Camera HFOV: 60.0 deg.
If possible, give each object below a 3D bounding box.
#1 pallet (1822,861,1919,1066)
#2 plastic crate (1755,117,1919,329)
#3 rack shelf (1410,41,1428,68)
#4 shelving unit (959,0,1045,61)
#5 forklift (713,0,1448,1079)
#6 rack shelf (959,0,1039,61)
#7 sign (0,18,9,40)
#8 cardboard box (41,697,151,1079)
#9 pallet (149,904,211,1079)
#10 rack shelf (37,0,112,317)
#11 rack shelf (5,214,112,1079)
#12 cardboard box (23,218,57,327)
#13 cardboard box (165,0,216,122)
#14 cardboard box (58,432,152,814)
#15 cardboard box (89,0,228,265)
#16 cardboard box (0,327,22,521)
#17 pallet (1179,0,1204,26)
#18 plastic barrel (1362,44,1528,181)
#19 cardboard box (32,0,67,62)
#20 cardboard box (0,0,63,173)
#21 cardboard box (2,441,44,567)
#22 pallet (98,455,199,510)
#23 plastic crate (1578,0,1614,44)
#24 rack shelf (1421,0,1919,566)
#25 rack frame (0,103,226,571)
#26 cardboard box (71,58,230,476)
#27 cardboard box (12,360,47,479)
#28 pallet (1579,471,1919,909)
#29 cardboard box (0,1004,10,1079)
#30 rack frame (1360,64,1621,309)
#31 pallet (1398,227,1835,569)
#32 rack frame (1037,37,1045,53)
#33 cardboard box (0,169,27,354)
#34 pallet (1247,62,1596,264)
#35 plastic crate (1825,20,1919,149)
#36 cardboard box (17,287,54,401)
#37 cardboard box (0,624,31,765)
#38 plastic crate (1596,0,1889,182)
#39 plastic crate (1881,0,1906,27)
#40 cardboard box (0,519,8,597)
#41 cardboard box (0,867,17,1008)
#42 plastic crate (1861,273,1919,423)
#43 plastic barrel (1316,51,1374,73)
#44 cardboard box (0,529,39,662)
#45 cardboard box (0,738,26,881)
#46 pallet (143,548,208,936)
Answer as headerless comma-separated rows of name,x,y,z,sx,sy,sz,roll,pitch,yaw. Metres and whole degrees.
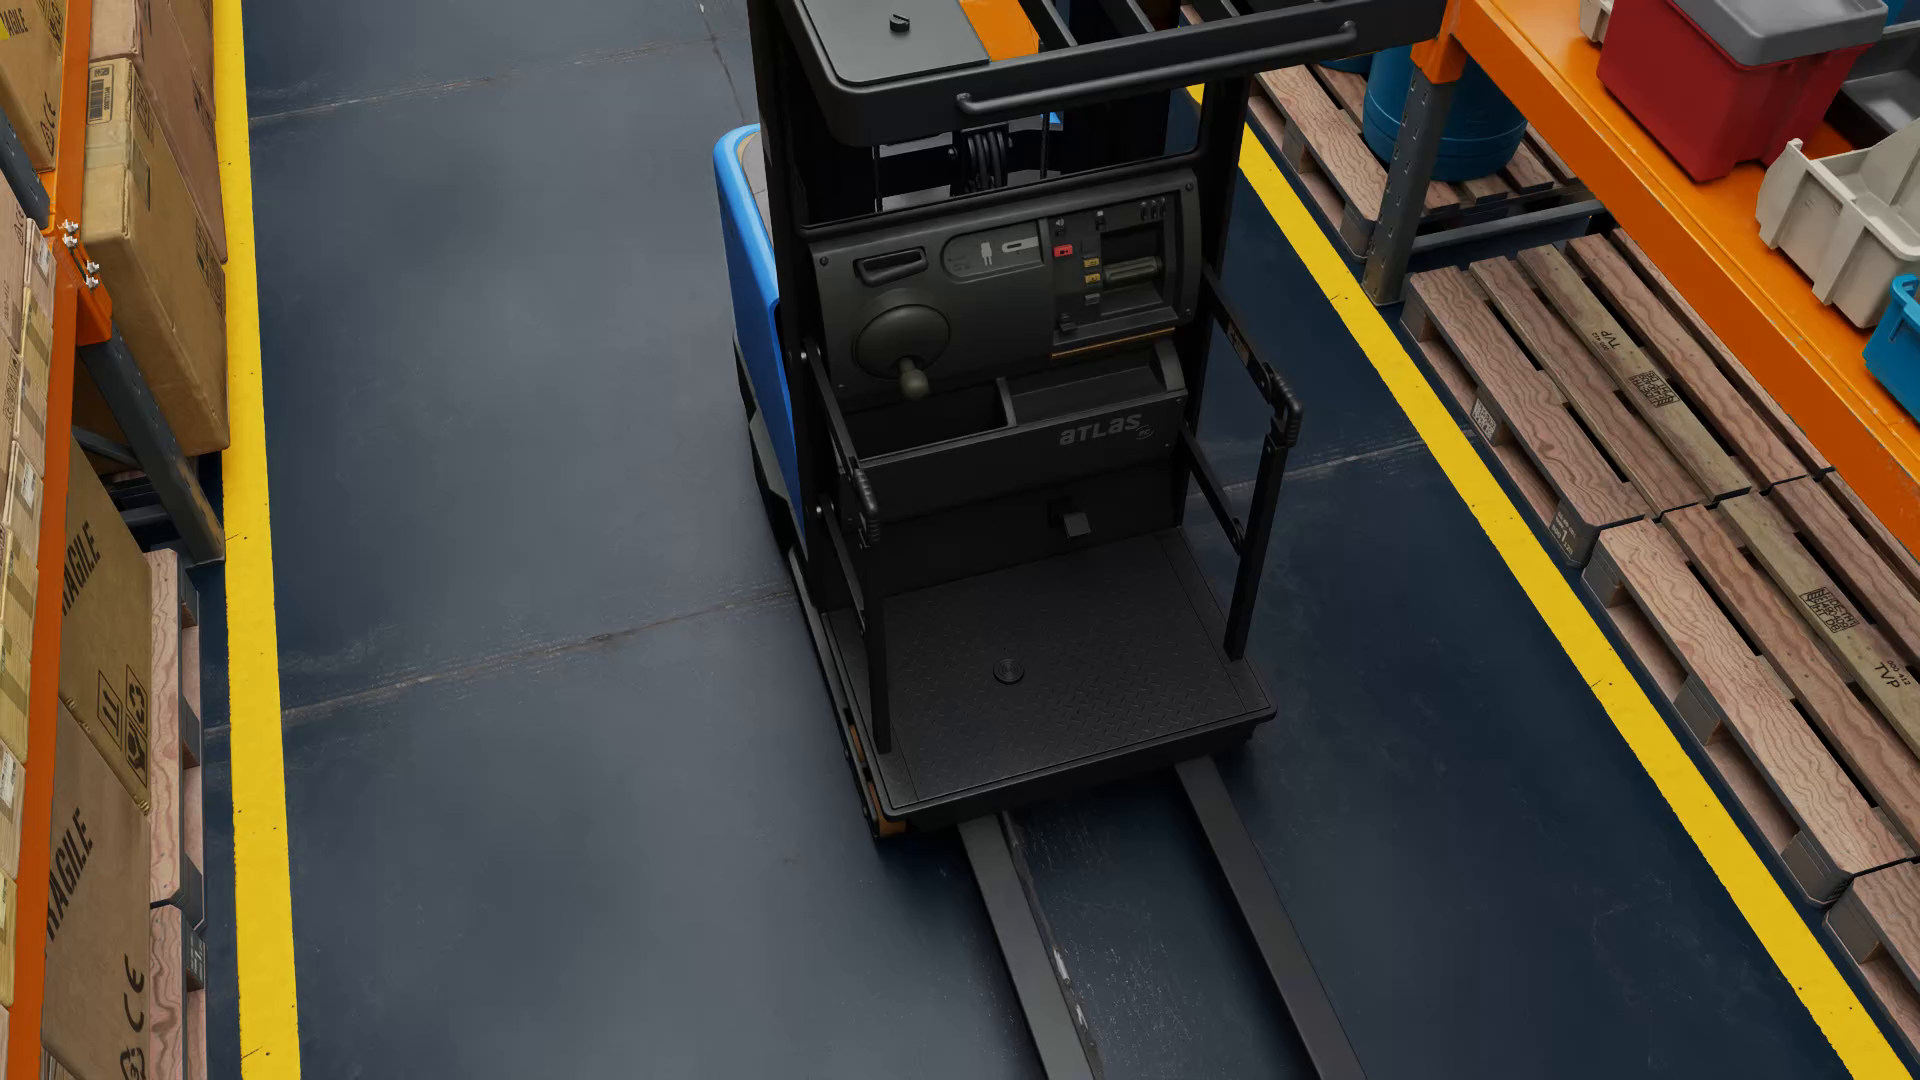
pallet,2.921,1.259,4.051,1.003,0.211,1.213,-13,51,-11
plastic crate,2.220,-0.775,3.979,0.437,0.282,0.530,-13,51,-11
rack shelf,1.353,-3.179,6.439,1.077,0.370,4.000,-13,51,-11
shelving unit,-0.026,-1.527,5.802,0.538,1.125,1.048,-5,50,-4
forklift,0.189,-0.485,3.742,1.130,2.935,3.031,-14,51,-11
rack shelf,-0.026,-1.716,5.578,0.538,0.278,1.000,-5,50,-4
sign,-2.257,-1.262,3.734,0.100,0.325,0.005,-13,51,-11
cardboard box,-2.402,0.876,3.664,0.875,0.875,0.875,-13,51,-11
pallet,-2.272,1.534,3.819,1.003,0.211,1.213,-13,51,-11
rack shelf,-3.378,-2.059,5.495,1.077,0.370,4.000,-13,51,-11
rack shelf,-2.195,0.862,3.032,1.077,0.370,4.000,-13,51,-11
cardboard box,-2.384,-0.601,3.959,0.380,0.149,0.250,-13,51,-11
cardboard box,-3.529,-2.041,6.124,1.225,0.875,0.875,-13,51,-11
cardboard box,-2.668,0.219,4.218,0.875,0.875,0.875,-13,51,-11
cardboard box,-3.260,-1.396,5.580,1.225,0.875,0.875,-15,51,-12
cardboard box,-2.250,-0.237,3.392,0.500,0.250,0.500,-12,51,-10
pallet,1.392,-2.517,7.234,1.003,0.211,1.213,-13,51,-11
plastic barrel,1.800,-1.811,5.912,0.600,0.901,0.708,-13,51,-11
cardboard box,-2.834,-1.622,4.590,0.500,0.500,0.500,-13,51,-11
cardboard box,-2.684,-1.255,4.281,0.500,0.500,0.500,-13,51,-11
cardboard box,-2.156,-0.038,3.484,0.380,0.149,0.250,-12,51,-10
pallet,-3.087,-0.478,5.515,1.003,0.211,1.213,-13,51,-11
plastic crate,1.946,-1.512,4.696,0.396,0.136,0.243,-13,51,-11
rack shelf,2.536,-0.258,3.976,1.077,0.370,4.000,-13,51,-11
rack frame,-2.787,-0.830,3.988,1.000,3.000,0.127,-13,51,-11
cardboard box,-2.995,-0.744,5.030,1.225,0.875,0.875,-13,51,-11
cardboard box,-2.232,-0.225,3.642,0.380,0.149,0.250,-14,51,-12
pallet,2.563,0.369,4.801,1.003,0.211,1.213,-13,51,-11
cardboard box,-1.776,0.900,2.694,0.380,0.149,0.250,-14,51,-11
rack frame,1.944,-1.950,4.932,1.000,3.000,0.127,-13,51,-11
pallet,2.199,-0.523,5.553,1.003,0.211,1.213,-13,51,-11
rack frame,0.034,-1.141,5.476,0.500,1.125,0.032,-5,50,-4
cardboard box,-2.406,-0.615,3.710,0.500,0.250,0.500,-14,51,-12
pallet,1.756,-1.625,6.481,1.003,0.211,1.213,-13,51,-11
plastic crate,2.532,-1.124,4.377,0.437,0.125,0.590,-13,51,-11
cardboard box,-2.307,-0.413,3.800,0.380,0.149,0.250,-12,51,-10
cardboard box,-2.003,0.338,3.168,0.380,0.149,0.250,-14,51,-12
plastic crate,1.969,-1.281,4.287,0.402,0.464,0.583,-13,51,-11
plastic crate,2.408,-1.701,4.693,0.392,0.384,0.575,-13,51,-11
cardboard box,-2.099,0.135,3.078,0.500,0.250,0.500,-12,51,-10
cardboard box,-1.850,0.715,2.850,0.380,0.149,0.250,-14,51,-12
plastic crate,2.275,-0.436,3.726,0.416,0.233,0.300,-13,51,-11
plastic barrel,1.590,-2.328,6.348,0.600,0.901,0.708,-13,51,-11
cardboard box,-2.079,0.151,3.325,0.380,0.149,0.250,-12,51,-10
cardboard box,-1.929,0.524,3.011,0.380,0.149,0.250,-13,51,-10
pallet,-2.637,0.641,4.571,1.003,0.211,1.213,-13,51,-11
